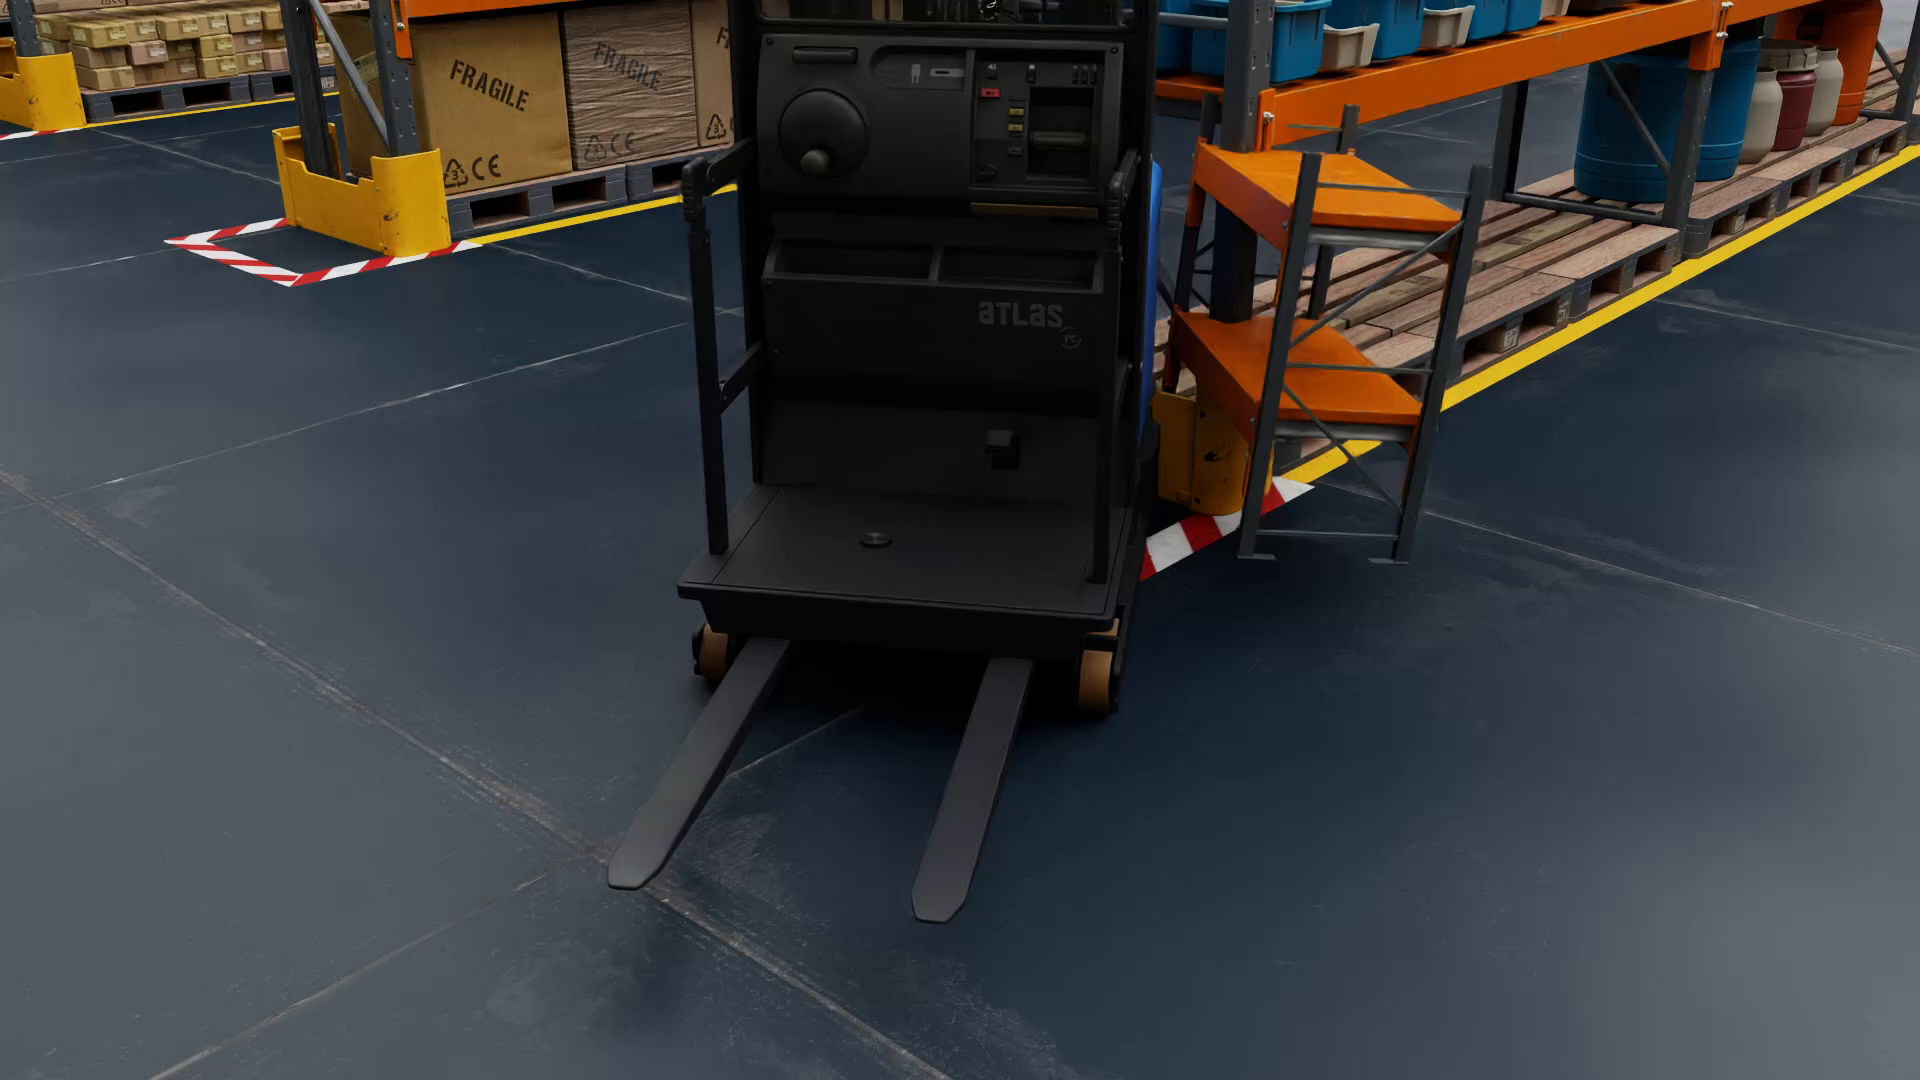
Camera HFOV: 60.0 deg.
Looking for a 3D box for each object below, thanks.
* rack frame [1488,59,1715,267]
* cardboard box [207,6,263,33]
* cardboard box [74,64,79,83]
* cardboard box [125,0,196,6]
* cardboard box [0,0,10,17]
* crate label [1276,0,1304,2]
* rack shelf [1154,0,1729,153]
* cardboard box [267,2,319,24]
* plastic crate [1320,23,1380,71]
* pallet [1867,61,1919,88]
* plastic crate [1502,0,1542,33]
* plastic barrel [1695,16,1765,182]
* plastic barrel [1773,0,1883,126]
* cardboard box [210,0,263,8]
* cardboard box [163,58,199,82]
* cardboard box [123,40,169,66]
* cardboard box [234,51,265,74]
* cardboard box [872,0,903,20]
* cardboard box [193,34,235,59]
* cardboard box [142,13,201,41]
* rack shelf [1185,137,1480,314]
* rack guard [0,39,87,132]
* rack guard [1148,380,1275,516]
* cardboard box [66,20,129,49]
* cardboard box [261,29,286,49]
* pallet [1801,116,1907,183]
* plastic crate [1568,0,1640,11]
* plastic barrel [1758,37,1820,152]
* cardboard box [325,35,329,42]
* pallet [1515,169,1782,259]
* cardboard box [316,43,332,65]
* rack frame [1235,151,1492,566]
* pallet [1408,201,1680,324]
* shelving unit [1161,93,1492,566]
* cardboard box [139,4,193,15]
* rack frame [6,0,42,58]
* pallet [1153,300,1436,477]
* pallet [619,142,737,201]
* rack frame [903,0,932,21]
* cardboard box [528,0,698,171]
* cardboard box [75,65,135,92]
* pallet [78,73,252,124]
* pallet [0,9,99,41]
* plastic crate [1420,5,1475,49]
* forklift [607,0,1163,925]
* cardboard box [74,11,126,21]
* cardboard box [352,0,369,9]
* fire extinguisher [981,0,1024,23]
[{"bbox_3d":[3.204,-2.877,8.001,1.000,3.000,0.127,20,31,38],"label":"rack frame"},{"bbox_3d":[-5.523,-3.964,12.669,0.380,0.149,0.250,22,32,39],"label":"cardboard box"},{"bbox_3d":[-6.584,-3.504,12.371,0.380,0.149,0.250,21,31,38],"label":"cardboard box"},{"bbox_3d":[-8.363,-5.796,17.130,0.875,0.438,0.875,20,31,37],"label":"cardboard box"},{"bbox_3d":[-9.563,-5.249,15.909,0.875,0.438,0.875,21,32,39],"label":"cardboard box"},{"bbox_3d":[1.316,-2.040,6.381,0.396,0.136,0.243,20,31,38],"label":"crate label"},{"bbox_3d":[1.869,-1.940,6.789,1.077,0.370,4.000,20,31,38],"label":"rack shelf"},{"bbox_3d":[-5.217,-4.134,13.049,0.380,0.149,0.250,20,31,38],"label":"cardboard box"},{"bbox_3d":[1.220,-1.626,5.460,0.250,0.136,0.298,20,31,38],"label":"plastic crate"},{"bbox_3d":[7.234,-3.419,12.618,1.003,0.211,1.213,20,31,38],"label":"pallet"},{"bbox_3d":[2.024,-2.088,6.371,0.416,0.233,0.300,20,31,38],"label":"plastic crate"},{"bbox_3d":[4.053,-2.488,9.185,0.600,0.901,0.708,20,31,38],"label":"plastic barrel"},{"bbox_3d":[5.560,-3.144,10.735,0.600,0.830,0.708,20,31,38],"label":"plastic barrel"},{"bbox_3d":[-5.710,-4.172,13.133,0.380,0.149,0.250,19,30,36],"label":"cardboard box"},{"bbox_3d":[-5.918,-3.539,12.448,0.380,0.149,0.250,21,31,38],"label":"cardboard box"},{"bbox_3d":[-6.014,-3.580,12.177,0.380,0.149,0.250,20,31,37],"label":"cardboard box"},{"bbox_3d":[-5.566,-3.691,12.786,0.380,0.149,0.250,20,31,38],"label":"cardboard box"},{"bbox_3d":[-0.984,-3.273,10.967,0.875,0.875,0.875,20,31,38],"label":"cardboard box"},{"bbox_3d":[-5.665,-3.728,12.505,0.380,0.149,0.250,21,32,39],"label":"cardboard box"},{"bbox_3d":[-5.819,-3.784,12.267,0.380,0.149,0.250,20,31,37],"label":"cardboard box"},{"bbox_3d":[1.041,-0.928,4.833,0.538,0.278,1.000,2,23,-8],"label":"rack shelf"},{"bbox_3d":[-6.729,-3.279,11.952,1.175,0.500,0.348,20,31,38],"label":"rack guard"},{"bbox_3d":[0.528,-0.507,5.770,1.175,0.500,0.348,20,31,38],"label":"rack guard"},{"bbox_3d":[-6.177,-3.625,11.913,0.380,0.149,0.250,18,30,35],"label":"cardboard box"},{"bbox_3d":[-5.408,-3.928,12.953,0.380,0.149,0.250,22,32,40],"label":"cardboard box"},{"bbox_3d":[5.379,-2.572,10.729,1.003,0.211,1.213,20,31,38],"label":"pallet"},{"bbox_3d":[2.657,-2.365,7.121,0.437,0.125,0.590,20,31,38],"label":"plastic crate"},{"bbox_3d":[4.806,-2.690,10.016,0.600,0.588,0.708,20,31,38],"label":"plastic barrel"},{"bbox_3d":[-5.011,-4.078,13.286,0.380,0.149,0.250,18,30,35],"label":"cardboard box"},{"bbox_3d":[3.750,-1.829,9.071,1.003,0.211,1.213,20,31,38],"label":"pallet"},{"bbox_3d":[-5.170,-3.834,13.106,0.380,0.149,0.250,20,31,38],"label":"cardboard box"},{"bbox_3d":[1.073,-0.460,4.482,0.500,1.125,0.032,2,23,-8],"label":"rack frame"},{"bbox_3d":[2.742,-1.370,8.048,1.003,0.211,1.213,20,31,38],"label":"pallet"},{"bbox_3d":[1.014,-0.659,4.946,0.538,1.125,1.048,2,23,-8],"label":"shelving unit"},{"bbox_3d":[-6.107,-4.025,12.805,0.380,0.149,0.250,19,30,36],"label":"cardboard box"},{"bbox_3d":[-6.780,-4.396,11.389,1.000,3.000,0.127,20,31,38],"label":"rack frame"},{"bbox_3d":[1.114,-0.627,6.390,1.003,0.211,1.213,20,31,38],"label":"pallet"},{"bbox_3d":[-1.864,-2.374,10.286,1.003,0.211,1.213,20,31,38],"label":"pallet"},{"bbox_3d":[-0.484,-4.230,11.018,1.000,3.000,0.127,20,31,38],"label":"rack frame"},{"bbox_3d":[-2.179,-2.727,9.750,0.875,0.875,0.875,20,31,38],"label":"cardboard box"},{"bbox_3d":[-6.192,-3.359,12.047,0.380,0.149,0.250,21,32,39],"label":"cardboard box"},{"bbox_3d":[-6.161,-3.385,12.541,1.003,0.211,1.213,20,31,38],"label":"pallet"},{"bbox_3d":[-9.244,-5.080,16.321,1.003,0.211,1.213,20,31,38],"label":"pallet"},{"bbox_3d":[1.673,-1.833,5.921,0.250,0.136,0.298,20,31,38],"label":"plastic crate"},{"bbox_3d":[-0.091,-1.052,4.014,1.130,2.935,3.031,4,24,9],"label":"forklift"},{"bbox_3d":[-6.405,-3.850,12.414,0.380,0.149,0.250,21,32,38],"label":"cardboard box"},{"bbox_3d":[-4.799,-4.266,13.342,0.380,0.149,0.250,18,30,35],"label":"cardboard box"},{"bbox_3d":[0.095,-1.531,5.549,0.296,0.674,0.183,20,31,38],"label":"fire extinguisher"}]
